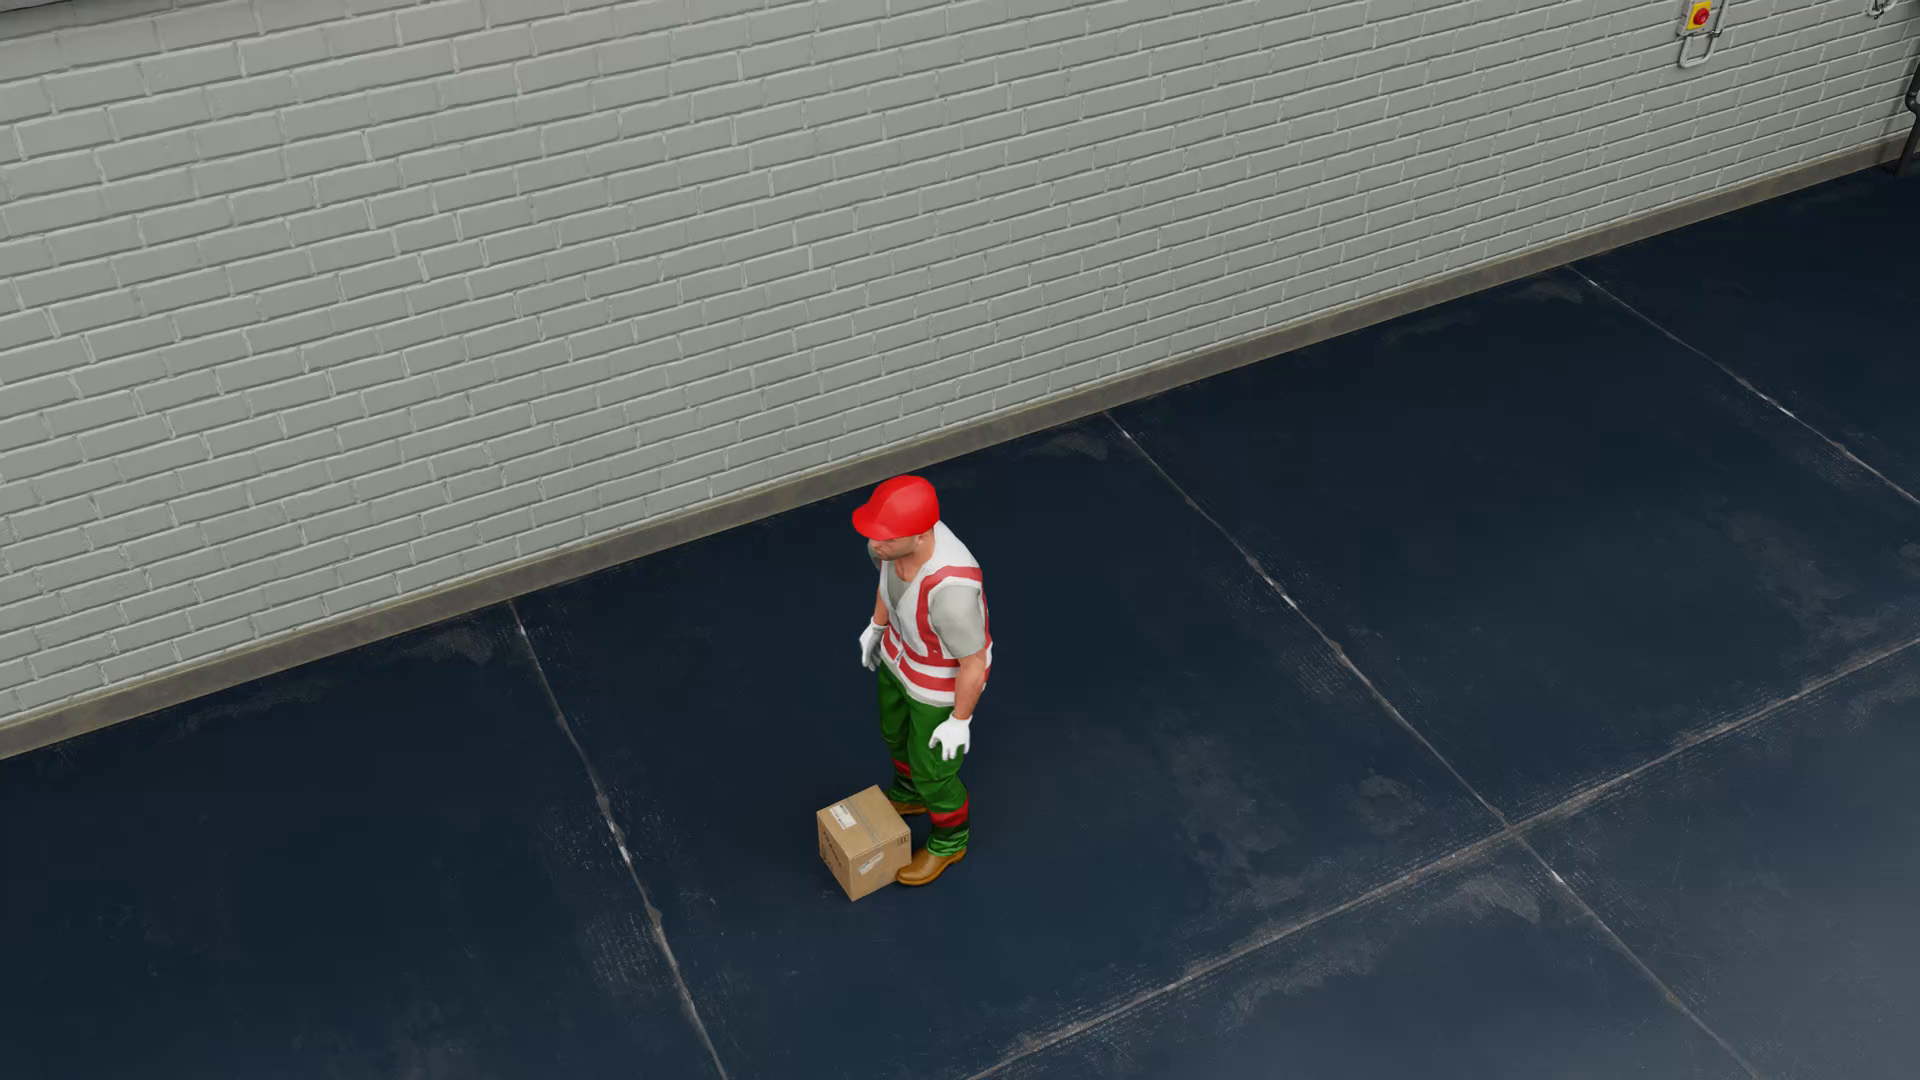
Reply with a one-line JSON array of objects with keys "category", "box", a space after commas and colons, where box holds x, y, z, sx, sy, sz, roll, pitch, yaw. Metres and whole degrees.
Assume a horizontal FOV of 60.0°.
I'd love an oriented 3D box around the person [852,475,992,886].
[{"category": "person", "box": [-0.137, 0.464, 5.610, 0.447, 1.780, 0.620, -21, 45, -23]}]
